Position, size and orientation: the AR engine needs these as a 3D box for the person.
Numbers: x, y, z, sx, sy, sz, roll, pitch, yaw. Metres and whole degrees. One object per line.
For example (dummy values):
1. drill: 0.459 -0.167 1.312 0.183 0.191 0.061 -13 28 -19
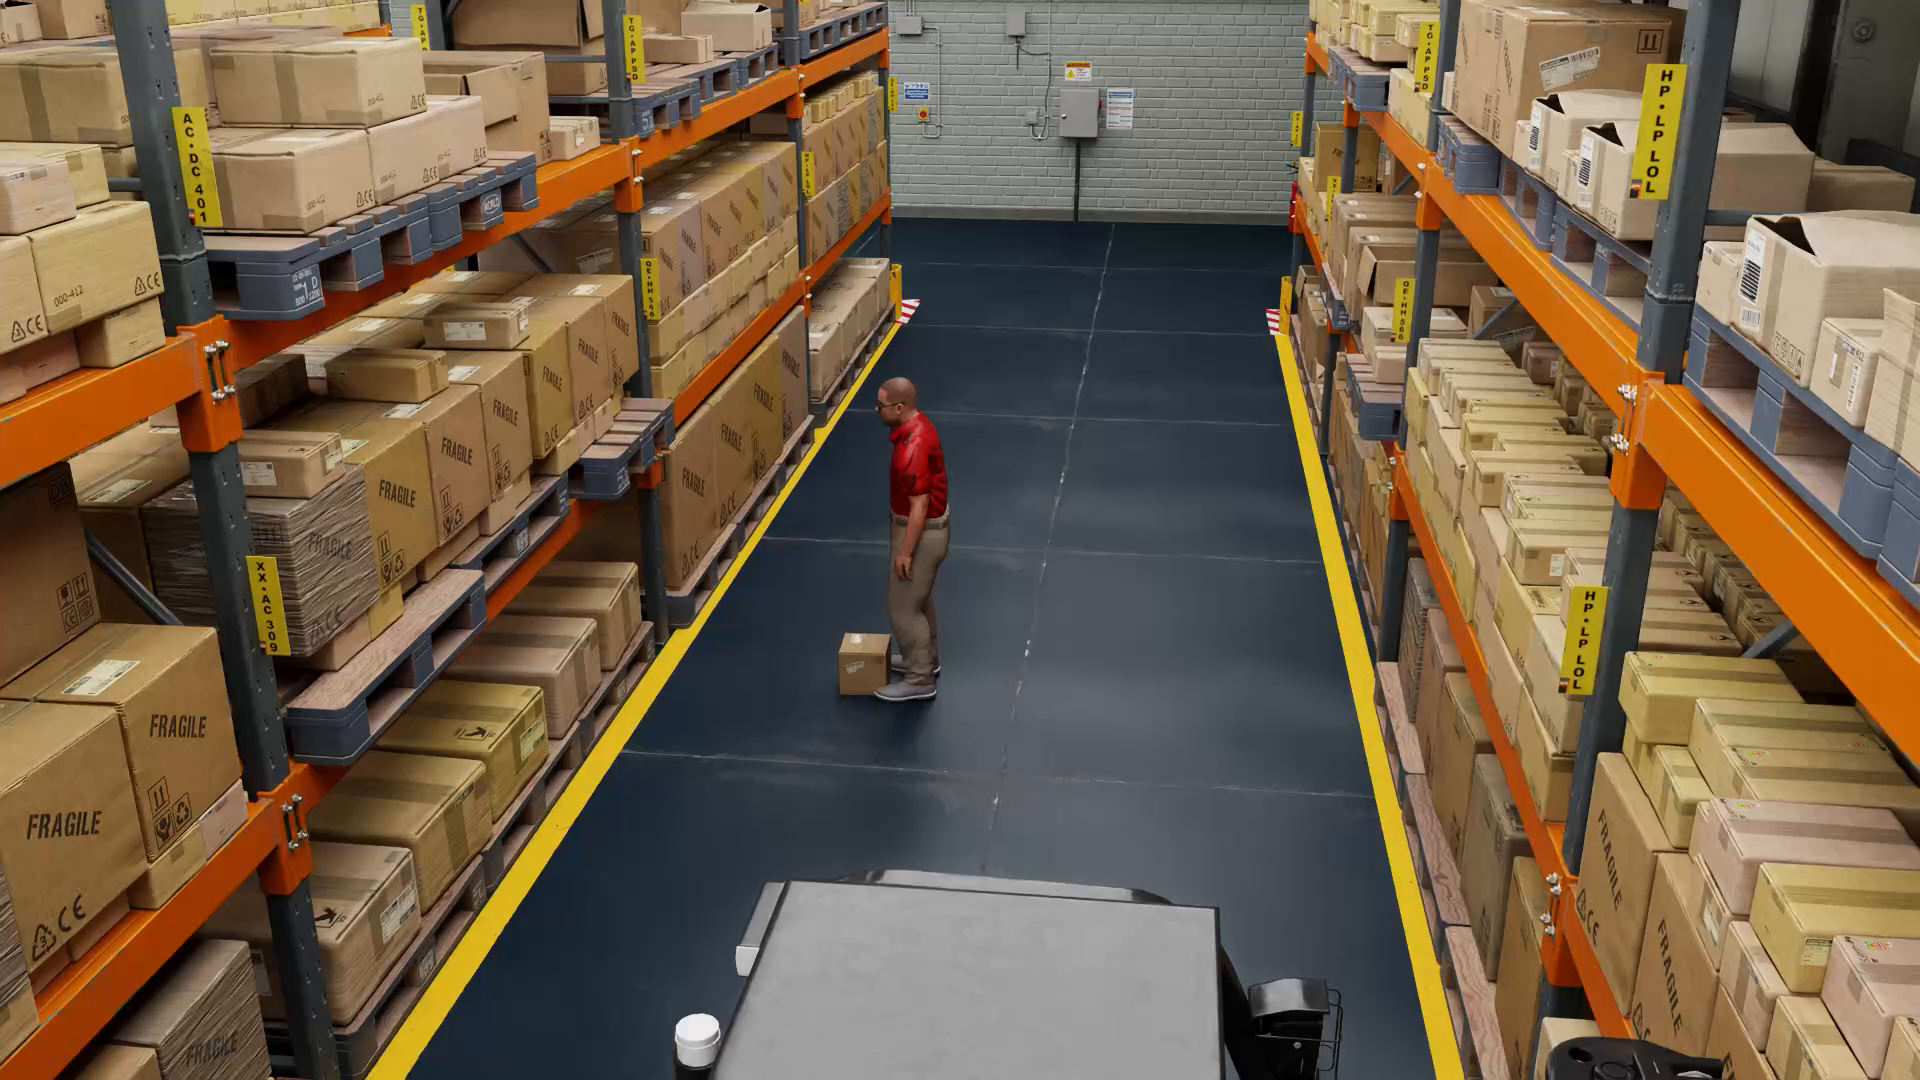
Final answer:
1. person: -0.251 -0.015 8.640 0.393 1.726 0.599 1 21 3
